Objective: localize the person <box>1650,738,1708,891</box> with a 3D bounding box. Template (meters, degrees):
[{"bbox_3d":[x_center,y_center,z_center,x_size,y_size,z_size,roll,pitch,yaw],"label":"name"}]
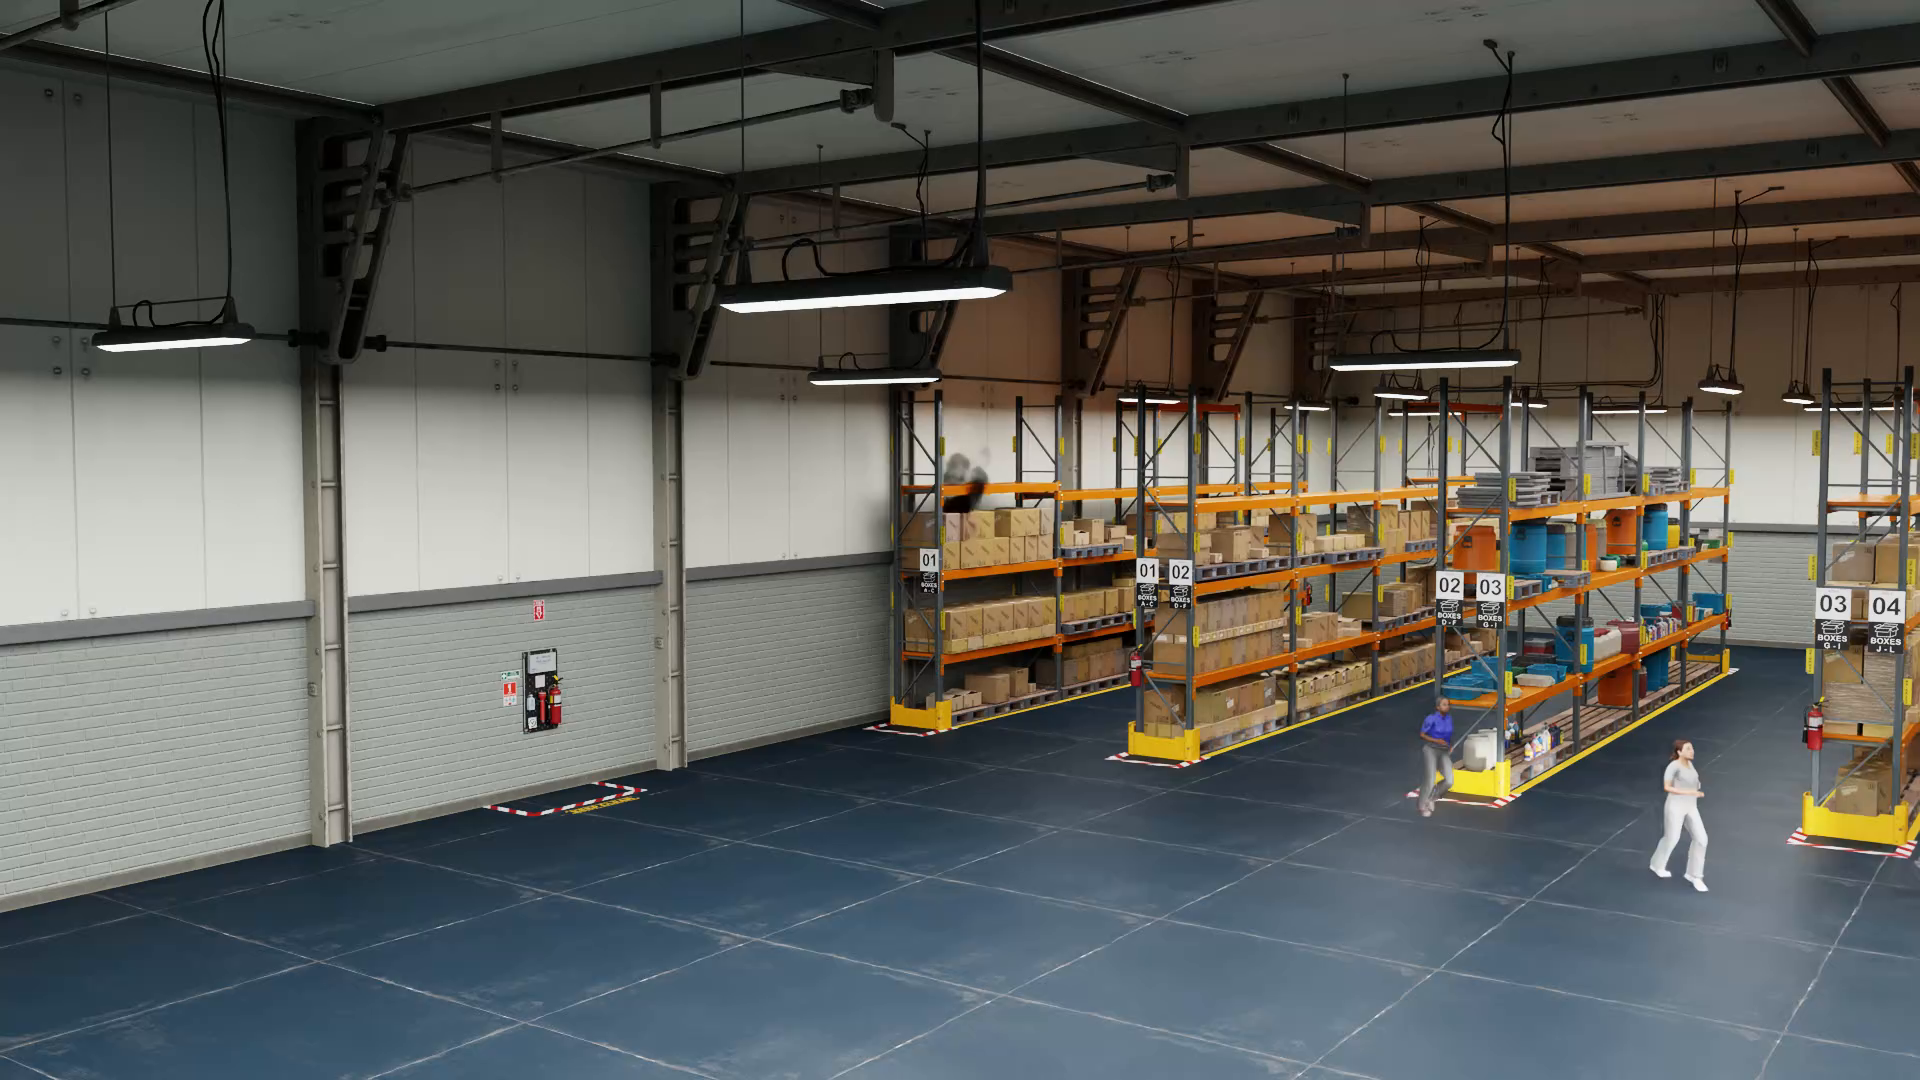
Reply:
[{"bbox_3d":[8.188,3.087,18.952,0.551,1.678,0.759,-1,3,-22],"label":"person"}]

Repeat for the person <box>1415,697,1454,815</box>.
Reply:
[{"bbox_3d":[6.519,2.959,22.523,0.591,1.546,0.591,-1,3,-19],"label":"person"}]
